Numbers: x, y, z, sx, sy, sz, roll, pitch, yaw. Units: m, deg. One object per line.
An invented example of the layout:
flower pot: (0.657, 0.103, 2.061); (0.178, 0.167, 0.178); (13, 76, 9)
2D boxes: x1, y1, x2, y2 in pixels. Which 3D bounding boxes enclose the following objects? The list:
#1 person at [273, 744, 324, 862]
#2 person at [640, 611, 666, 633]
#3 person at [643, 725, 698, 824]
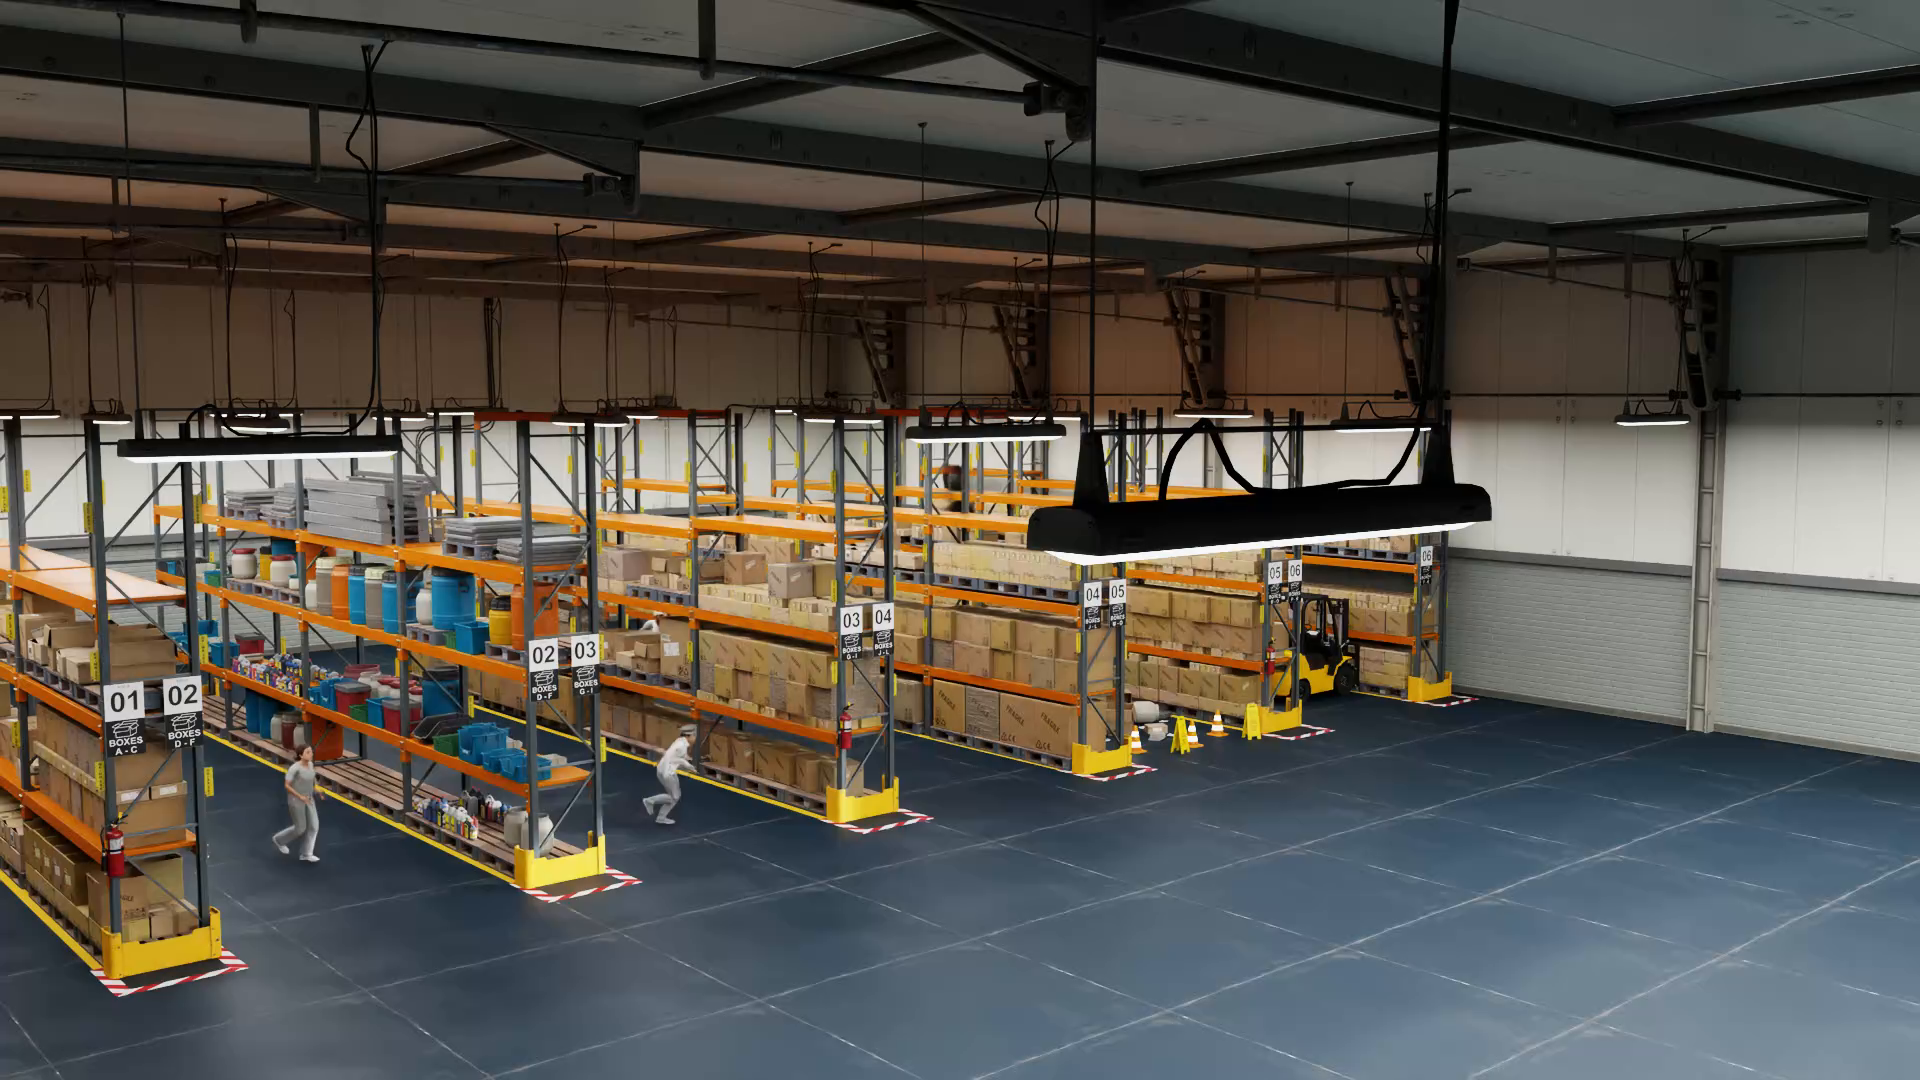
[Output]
person: (-9.019, 3.549, 22.578); (0.726, 1.619, 0.566); (2, 5, 23)
person: (-6.653, 2.320, 36.018); (0.696, 1.710, 0.685); (3, 6, 34)
person: (-4.257, 3.460, 24.430); (0.825, 1.482, 0.639); (0, 5, 0)
